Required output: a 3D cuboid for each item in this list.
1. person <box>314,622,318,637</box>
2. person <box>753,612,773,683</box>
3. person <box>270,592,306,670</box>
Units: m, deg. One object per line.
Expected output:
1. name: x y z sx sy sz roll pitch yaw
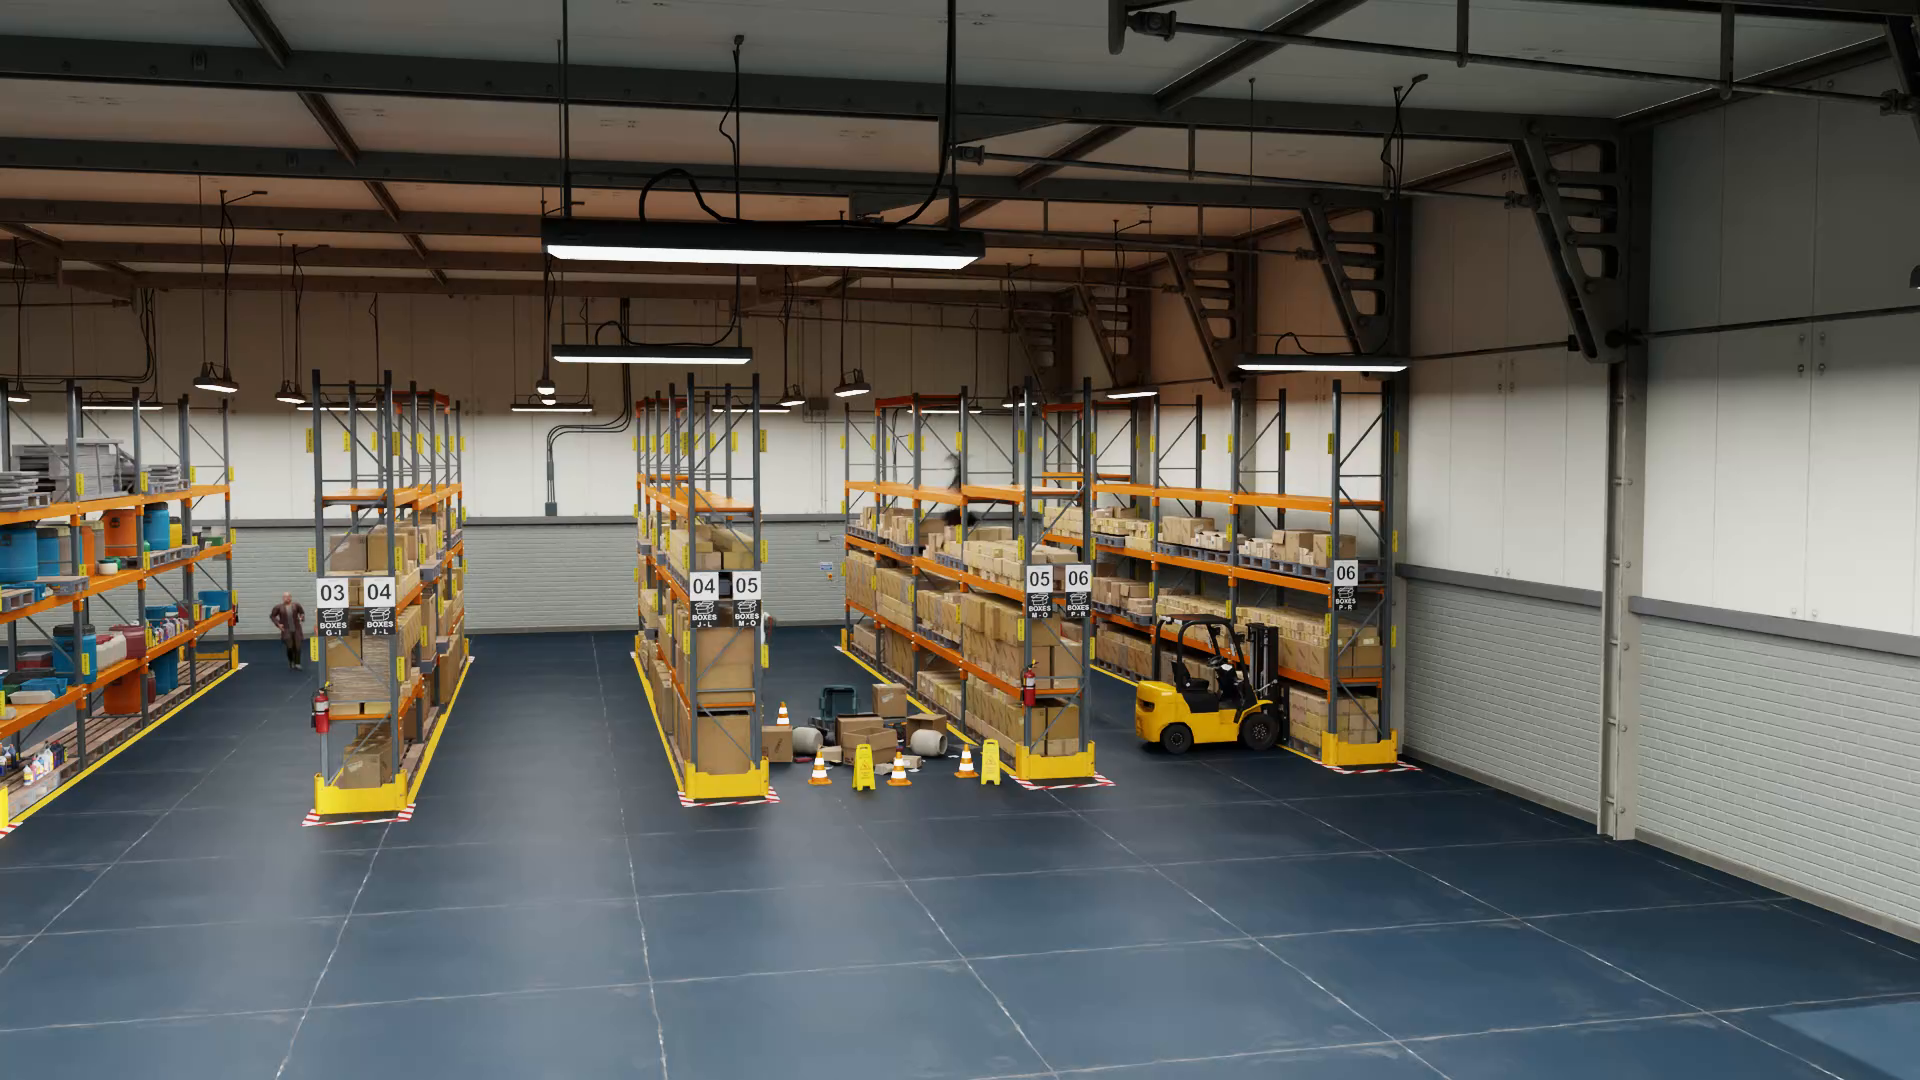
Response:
1. person: -12.769 2.177 33.777 0.656 1.795 0.769 -1 4 -21
2. person: -4.263 2.132 34.686 0.682 1.702 0.910 -1 3 -16
3. person: -14.797 2.015 36.716 0.720 1.734 0.652 -2 4 -34
